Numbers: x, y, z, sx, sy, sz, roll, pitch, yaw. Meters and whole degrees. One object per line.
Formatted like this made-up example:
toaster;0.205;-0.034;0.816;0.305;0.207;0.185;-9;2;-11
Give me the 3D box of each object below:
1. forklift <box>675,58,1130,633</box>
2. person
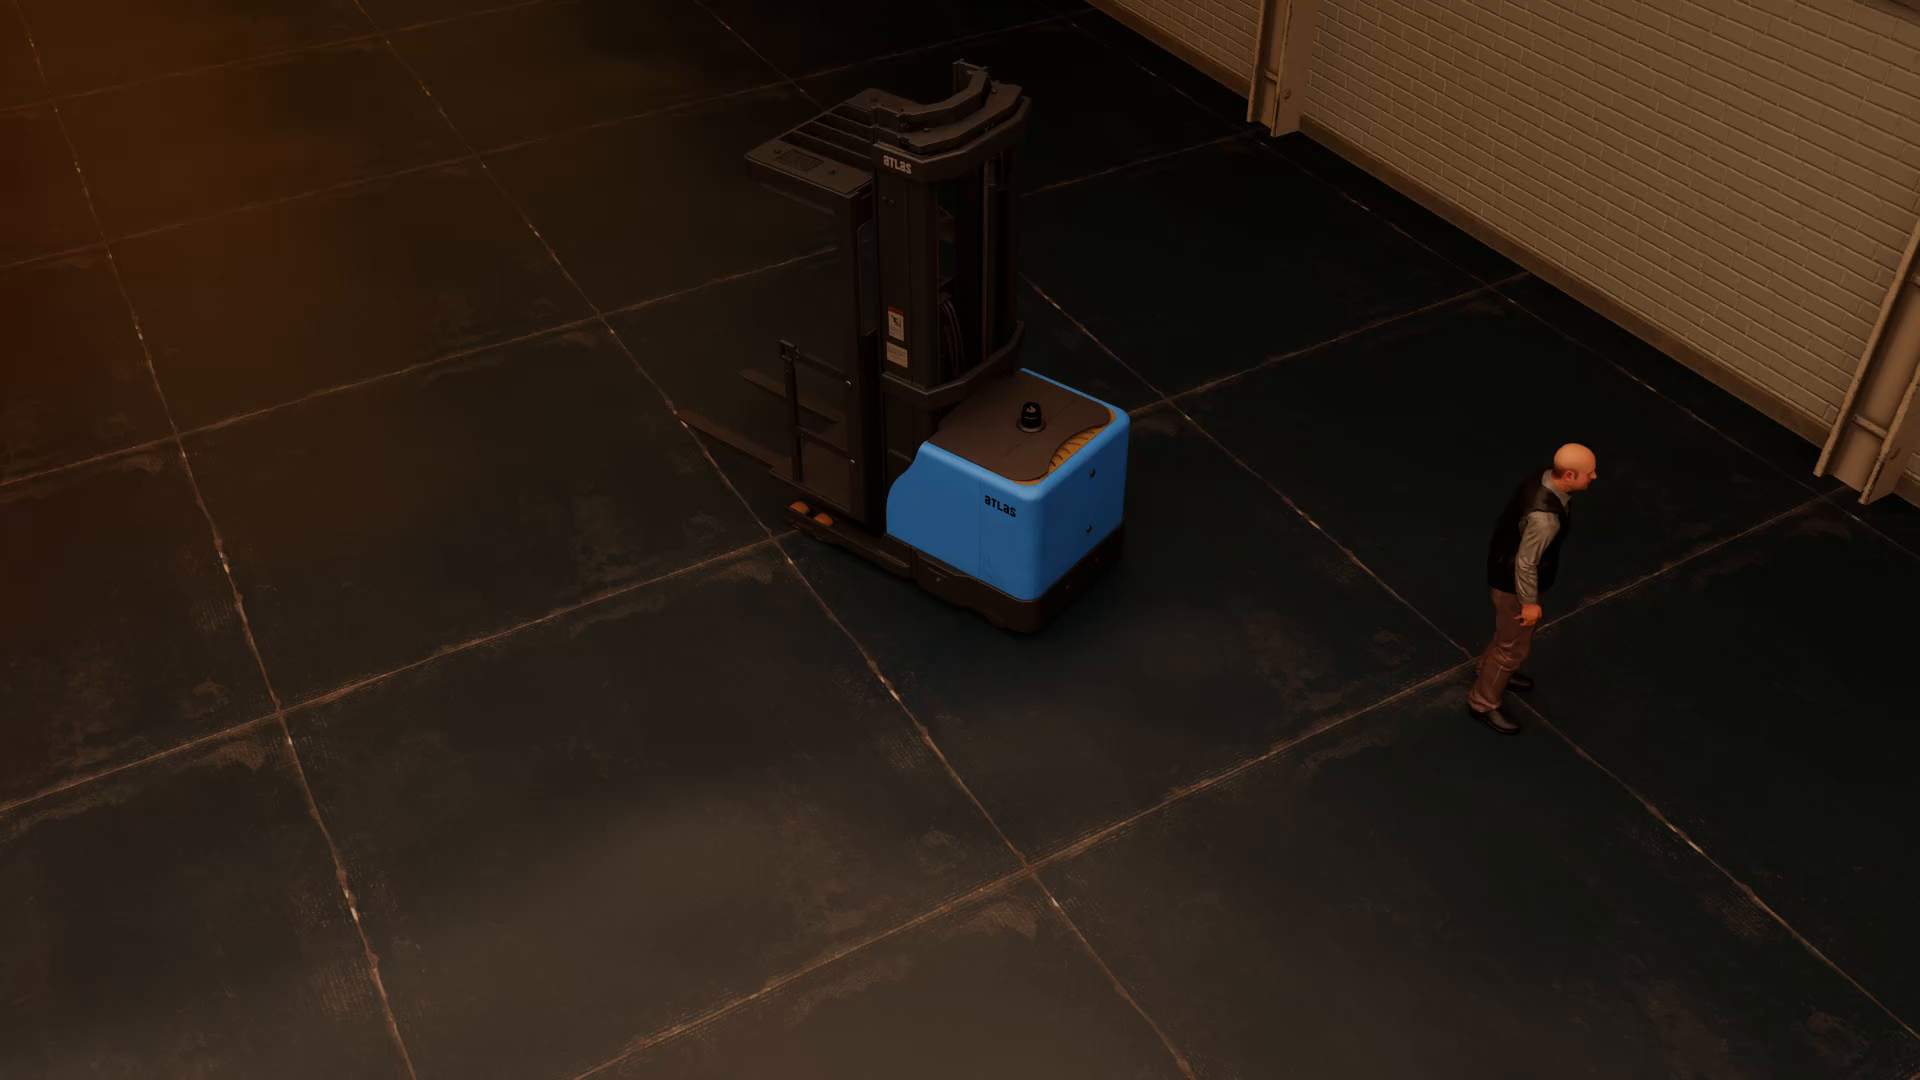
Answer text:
forklift;-0.481;-1.366;9.683;3.031;2.935;1.130;26;46;28
person;2.965;0.201;8.743;0.412;1.720;0.585;17;43;19
